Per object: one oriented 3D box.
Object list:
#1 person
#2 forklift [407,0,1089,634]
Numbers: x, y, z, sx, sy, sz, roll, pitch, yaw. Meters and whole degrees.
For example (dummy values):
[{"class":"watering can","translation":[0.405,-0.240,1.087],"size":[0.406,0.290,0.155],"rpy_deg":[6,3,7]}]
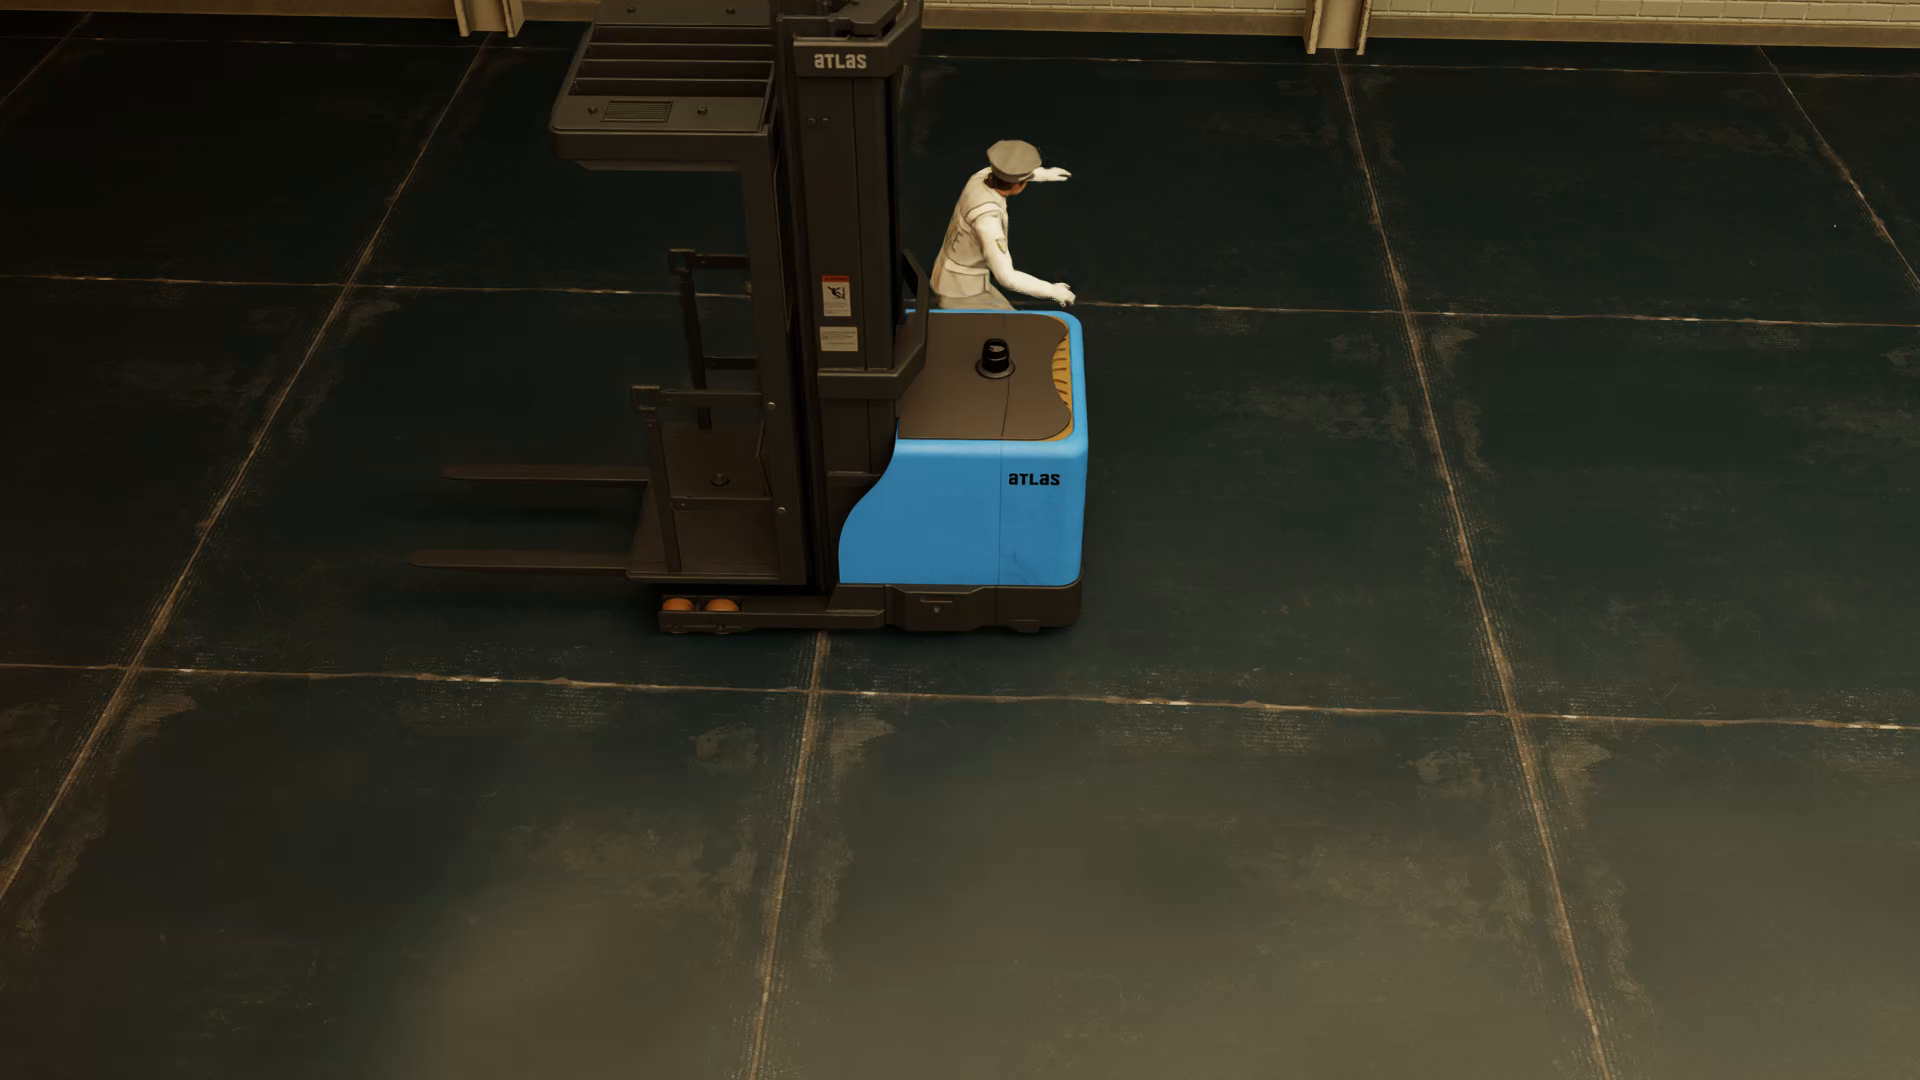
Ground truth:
[{"class":"person","translation":[0.261,-1.220,8.226],"size":[0.793,1.428,1.334],"rpy_deg":[-5,43,-5]},{"class":"forklift","translation":[-0.966,-1.017,6.856],"size":[3.031,2.935,1.130],"rpy_deg":[1,42,1]}]
